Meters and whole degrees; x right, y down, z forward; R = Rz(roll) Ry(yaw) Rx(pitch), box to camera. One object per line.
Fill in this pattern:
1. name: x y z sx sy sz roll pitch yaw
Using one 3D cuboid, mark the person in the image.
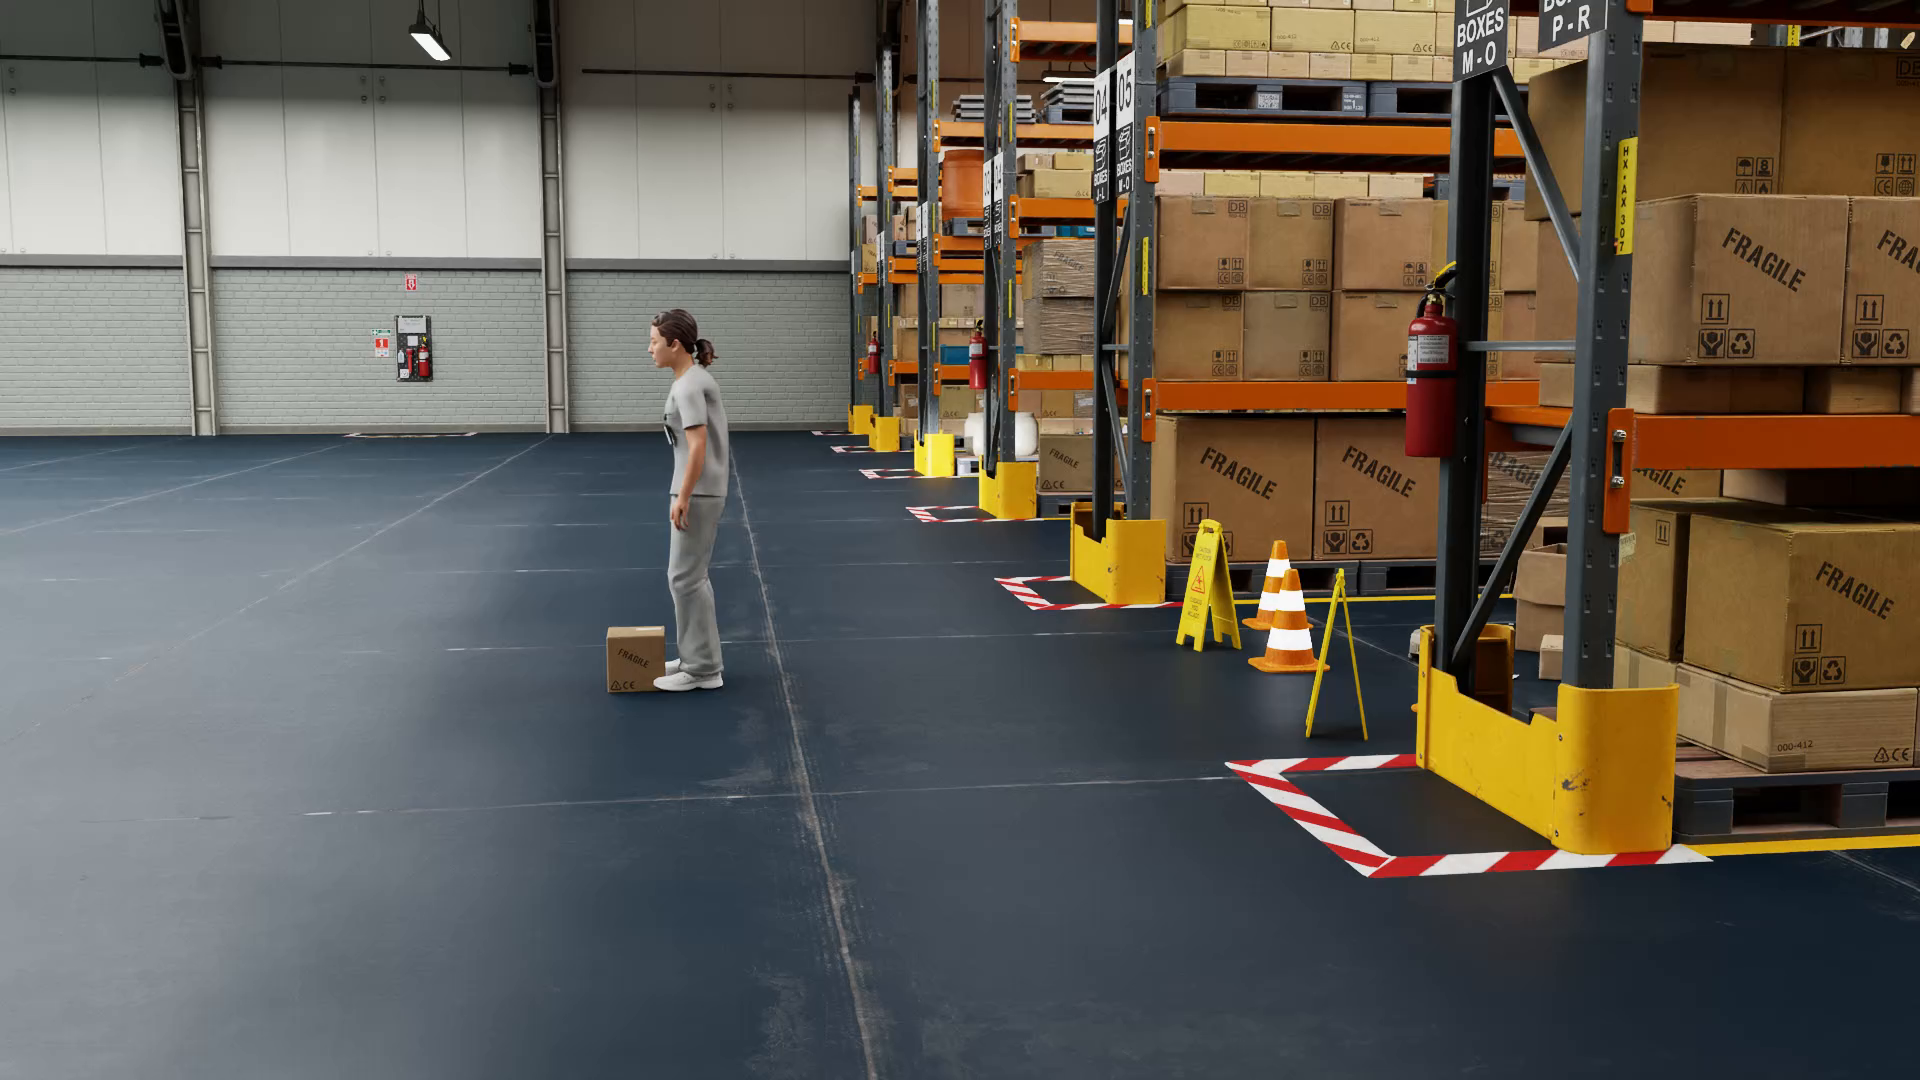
1. person: -1.200 -0.182 7.382 0.355 1.673 0.489 -1 7 -9
